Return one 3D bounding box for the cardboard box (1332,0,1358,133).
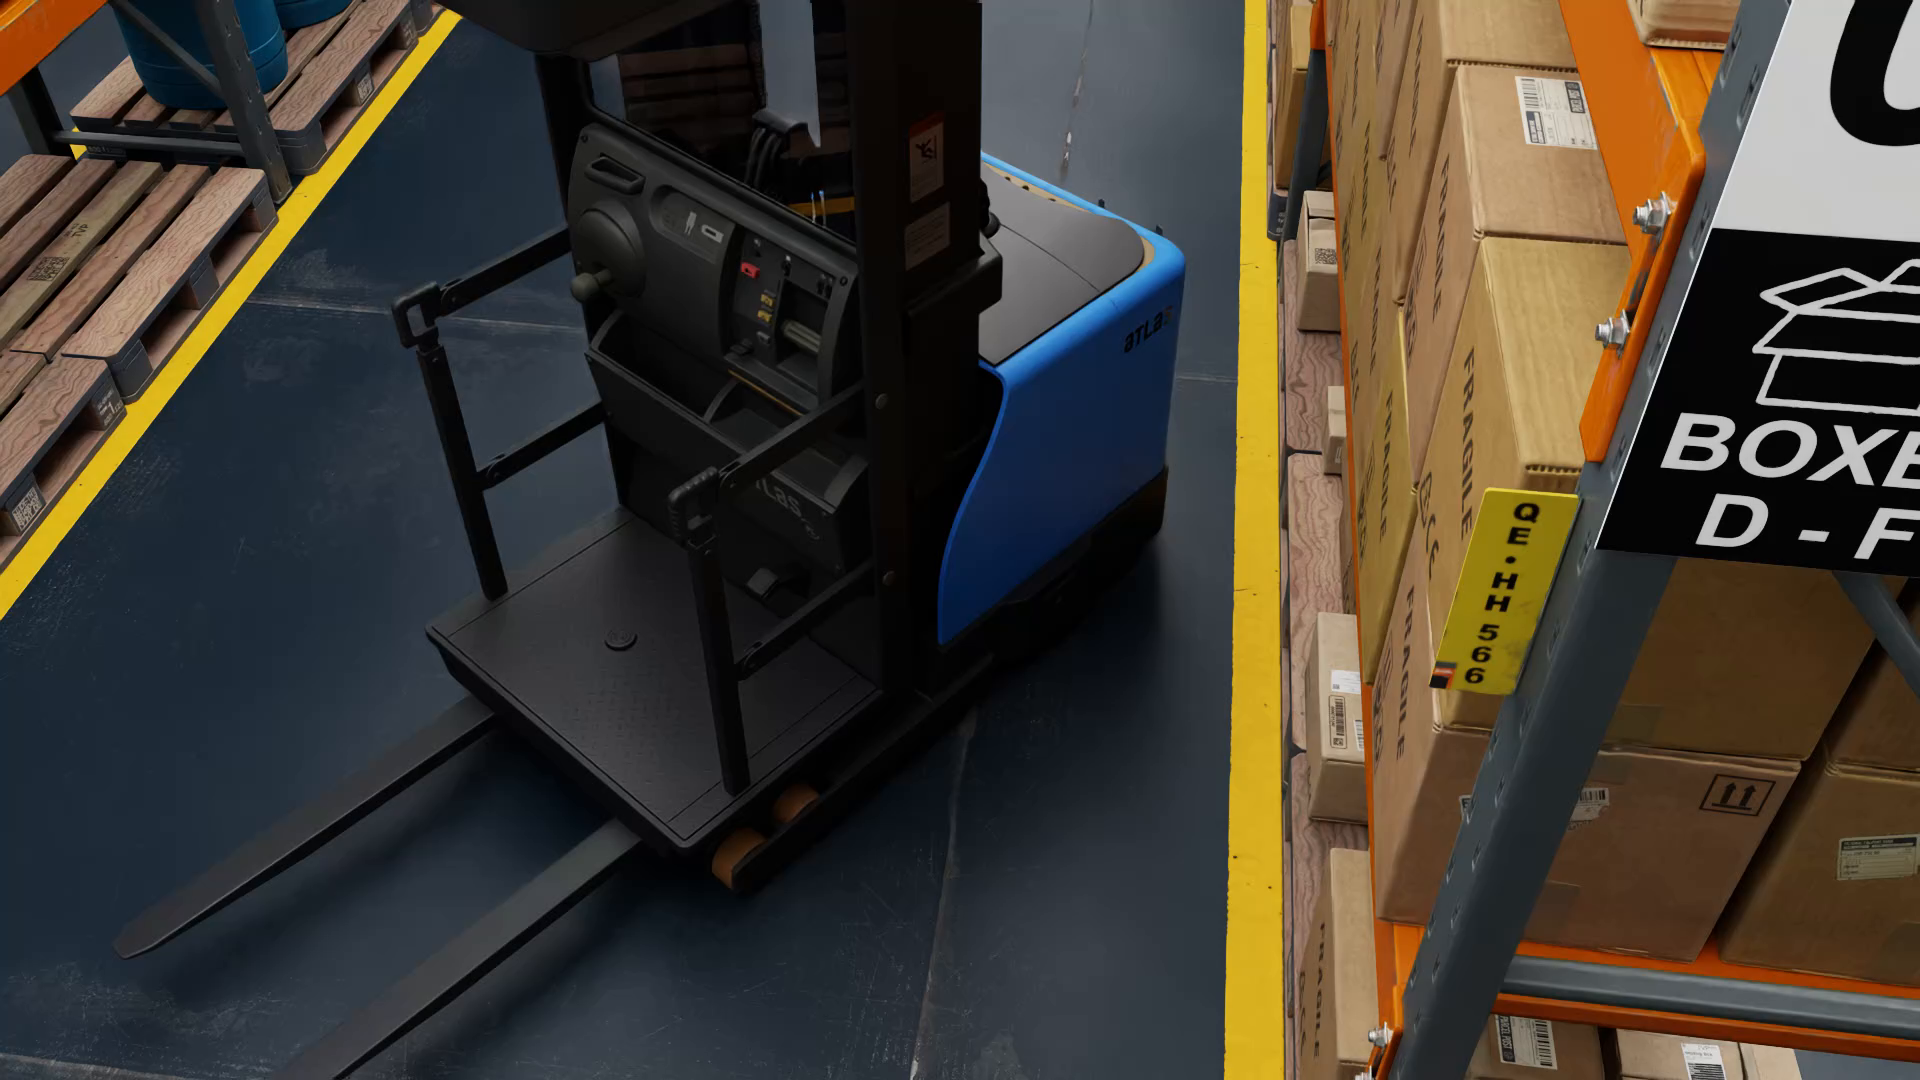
[{"bbox_3d":[1.299,-1.425,4.500,0.500,0.500,0.500,6,44,6],"label":"cardboard box"}]

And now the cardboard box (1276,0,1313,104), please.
[{"bbox_3d":[1.556,-2.011,6.690,0.500,0.500,0.500,5,44,6],"label":"cardboard box"}]

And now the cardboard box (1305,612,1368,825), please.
[{"bbox_3d":[1.155,0.467,4.255,0.500,0.250,0.500,5,44,6],"label":"cardboard box"}]

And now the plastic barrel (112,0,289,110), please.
[{"bbox_3d":[-3.119,-2.273,6.690,0.600,0.901,0.708,5,44,6],"label":"plastic barrel"}]

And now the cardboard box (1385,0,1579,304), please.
[{"bbox_3d":[1.089,-0.760,3.071,0.500,0.500,0.500,6,44,7],"label":"cardboard box"}]

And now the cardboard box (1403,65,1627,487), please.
[{"bbox_3d":[1.025,-0.406,2.698,0.500,0.500,0.500,6,44,7],"label":"cardboard box"}]

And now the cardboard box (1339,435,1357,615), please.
[{"bbox_3d":[1.458,-0.033,4.599,0.797,0.503,0.637,5,44,6],"label":"cardboard box"}]

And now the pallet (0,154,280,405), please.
[{"bbox_3d":[-3.267,-0.996,6.148,1.003,0.211,1.213,5,44,6],"label":"pallet"}]

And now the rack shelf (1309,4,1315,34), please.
[{"bbox_3d":[1.966,-3.162,6.931,1.077,0.370,4.000,5,44,6],"label":"rack shelf"}]

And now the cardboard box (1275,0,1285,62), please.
[{"bbox_3d":[1.623,-2.353,7.051,0.500,0.500,0.500,6,44,6],"label":"cardboard box"}]

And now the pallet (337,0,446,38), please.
[{"bbox_3d":[-2.906,-2.857,8.113,1.003,0.211,1.213,5,44,6],"label":"pallet"}]

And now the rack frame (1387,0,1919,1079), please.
[{"bbox_3d":[1.172,0.666,2.365,1.000,3.000,0.127,5,44,6],"label":"rack frame"}]

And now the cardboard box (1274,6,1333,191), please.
[{"bbox_3d":[1.482,-1.675,6.335,0.500,0.500,0.500,5,44,5],"label":"cardboard box"}]

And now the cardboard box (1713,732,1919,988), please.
[{"bbox_3d":[1.492,0.351,2.625,0.500,0.500,0.500,6,44,6],"label":"cardboard box"}]

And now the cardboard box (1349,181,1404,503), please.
[{"bbox_3d":[1.098,-0.394,3.412,0.500,0.500,0.500,6,44,6],"label":"cardboard box"}]

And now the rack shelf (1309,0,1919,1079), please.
[{"bbox_3d":[1.437,-0.436,4.052,1.077,0.370,4.000,5,44,6],"label":"rack shelf"}]

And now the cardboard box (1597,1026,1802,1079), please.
[{"bbox_3d":[1.601,1.110,3.637,0.380,0.166,0.250,5,44,6],"label":"cardboard box"}]

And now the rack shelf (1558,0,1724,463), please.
[{"bbox_3d":[1.437,-1.525,3.021,1.077,0.370,4.000,5,44,6],"label":"rack shelf"}]

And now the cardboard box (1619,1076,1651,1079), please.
[{"bbox_3d":[1.568,1.287,3.463,0.380,0.149,0.250,5,44,6],"label":"cardboard box"}]

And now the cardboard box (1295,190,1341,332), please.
[{"bbox_3d":[1.431,-0.977,5.736,0.500,0.311,0.500,5,44,6],"label":"cardboard box"}]

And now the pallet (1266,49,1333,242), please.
[{"bbox_3d":[1.771,-1.606,6.792,1.003,0.211,1.213,5,44,6],"label":"pallet"}]

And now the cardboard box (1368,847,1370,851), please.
[{"bbox_3d":[1.143,0.874,3.886,0.380,0.166,0.250,5,44,6],"label":"cardboard box"}]

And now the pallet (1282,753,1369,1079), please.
[{"bbox_3d":[1.287,1.083,3.953,1.003,0.211,1.213,5,44,6],"label":"pallet"}]

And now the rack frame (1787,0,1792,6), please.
[{"bbox_3d":[1.172,-1.513,0.303,1.000,3.000,0.127,5,44,6],"label":"rack frame"}]

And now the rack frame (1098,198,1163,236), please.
[{"bbox_3d":[0.509,-0.651,5.284,0.240,0.900,0.006,32,52,29],"label":"rack frame"}]

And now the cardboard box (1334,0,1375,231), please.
[{"bbox_3d":[1.231,-1.084,4.141,0.500,0.500,0.500,5,44,5],"label":"cardboard box"}]

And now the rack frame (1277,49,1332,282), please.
[{"bbox_3d":[1.701,-2.060,5.244,1.000,3.000,0.127,5,44,6],"label":"rack frame"}]

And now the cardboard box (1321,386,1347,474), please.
[{"bbox_3d":[1.327,-0.334,5.162,0.380,0.166,0.250,5,44,6],"label":"cardboard box"}]

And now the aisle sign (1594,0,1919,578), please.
[{"bbox_3d":[0.860,-0.260,1.452,0.394,0.787,0.004,5,44,6],"label":"aisle sign"}]

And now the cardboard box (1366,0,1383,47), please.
[{"bbox_3d":[1.224,-1.462,3.813,0.500,0.500,0.500,4,44,4],"label":"cardboard box"}]

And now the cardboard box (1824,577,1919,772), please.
[{"bbox_3d":[1.492,-0.012,2.281,0.500,0.500,0.500,6,44,7],"label":"cardboard box"}]

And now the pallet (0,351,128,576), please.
[{"bbox_3d":[-3.426,-0.162,5.268,1.003,0.211,1.213,5,44,6],"label":"pallet"}]

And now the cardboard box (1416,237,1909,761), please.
[{"bbox_3d":[0.959,-0.062,2.334,0.500,0.500,0.500,5,44,5],"label":"cardboard box"}]

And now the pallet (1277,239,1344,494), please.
[{"bbox_3d":[1.609,-0.580,5.709,1.003,0.211,1.213,5,44,6],"label":"pallet"}]

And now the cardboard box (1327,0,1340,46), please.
[{"bbox_3d":[1.364,-1.774,4.869,0.500,0.500,0.500,6,44,7],"label":"cardboard box"}]

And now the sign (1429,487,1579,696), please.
[{"bbox_3d":[0.625,0.066,1.926,0.100,0.325,0.005,5,44,6],"label":"sign"}]

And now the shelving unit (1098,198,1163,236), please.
[{"bbox_3d":[0.440,-0.600,5.229,0.258,0.900,0.210,32,52,29],"label":"shelving unit"}]

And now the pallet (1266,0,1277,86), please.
[{"bbox_3d":[1.930,-2.439,7.673,1.003,0.211,1.213,5,44,6],"label":"pallet"}]

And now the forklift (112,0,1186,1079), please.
[{"bbox_3d":[-0.731,-0.560,3.709,1.130,2.935,3.031,32,52,29],"label":"forklift"}]

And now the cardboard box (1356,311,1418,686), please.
[{"bbox_3d":[1.027,-0.054,3.053,0.500,0.500,0.500,6,44,6],"label":"cardboard box"}]

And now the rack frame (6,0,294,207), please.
[{"bbox_3d":[-3.208,-2.513,5.723,1.000,3.000,0.127,5,44,6],"label":"rack frame"}]

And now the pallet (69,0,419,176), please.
[{"bbox_3d":[-3.065,-2.023,7.233,1.003,0.211,1.213,5,44,6],"label":"pallet"}]

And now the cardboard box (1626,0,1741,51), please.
[{"bbox_3d":[0.979,-0.743,1.781,0.500,0.250,0.500,5,44,6],"label":"cardboard box"}]

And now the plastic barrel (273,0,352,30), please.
[{"bbox_3d":[-3.026,-2.756,7.199,0.600,0.901,0.708,5,44,6],"label":"plastic barrel"}]

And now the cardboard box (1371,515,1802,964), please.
[{"bbox_3d":[0.962,0.299,2.679,0.500,0.500,0.500,6,44,7],"label":"cardboard box"}]

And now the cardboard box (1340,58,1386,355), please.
[{"bbox_3d":[1.165,-0.737,3.774,0.500,0.500,0.500,5,44,5],"label":"cardboard box"}]

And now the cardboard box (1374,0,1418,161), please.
[{"bbox_3d":[1.156,-1.110,3.441,0.500,0.500,0.500,6,44,7],"label":"cardboard box"}]

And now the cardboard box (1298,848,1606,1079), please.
[{"bbox_3d":[1.000,1.021,3.488,0.500,0.500,0.500,5,44,6],"label":"cardboard box"}]

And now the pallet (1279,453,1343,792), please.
[{"bbox_3d":[1.451,0.254,4.828,1.003,0.211,1.213,5,44,6],"label":"pallet"}]
